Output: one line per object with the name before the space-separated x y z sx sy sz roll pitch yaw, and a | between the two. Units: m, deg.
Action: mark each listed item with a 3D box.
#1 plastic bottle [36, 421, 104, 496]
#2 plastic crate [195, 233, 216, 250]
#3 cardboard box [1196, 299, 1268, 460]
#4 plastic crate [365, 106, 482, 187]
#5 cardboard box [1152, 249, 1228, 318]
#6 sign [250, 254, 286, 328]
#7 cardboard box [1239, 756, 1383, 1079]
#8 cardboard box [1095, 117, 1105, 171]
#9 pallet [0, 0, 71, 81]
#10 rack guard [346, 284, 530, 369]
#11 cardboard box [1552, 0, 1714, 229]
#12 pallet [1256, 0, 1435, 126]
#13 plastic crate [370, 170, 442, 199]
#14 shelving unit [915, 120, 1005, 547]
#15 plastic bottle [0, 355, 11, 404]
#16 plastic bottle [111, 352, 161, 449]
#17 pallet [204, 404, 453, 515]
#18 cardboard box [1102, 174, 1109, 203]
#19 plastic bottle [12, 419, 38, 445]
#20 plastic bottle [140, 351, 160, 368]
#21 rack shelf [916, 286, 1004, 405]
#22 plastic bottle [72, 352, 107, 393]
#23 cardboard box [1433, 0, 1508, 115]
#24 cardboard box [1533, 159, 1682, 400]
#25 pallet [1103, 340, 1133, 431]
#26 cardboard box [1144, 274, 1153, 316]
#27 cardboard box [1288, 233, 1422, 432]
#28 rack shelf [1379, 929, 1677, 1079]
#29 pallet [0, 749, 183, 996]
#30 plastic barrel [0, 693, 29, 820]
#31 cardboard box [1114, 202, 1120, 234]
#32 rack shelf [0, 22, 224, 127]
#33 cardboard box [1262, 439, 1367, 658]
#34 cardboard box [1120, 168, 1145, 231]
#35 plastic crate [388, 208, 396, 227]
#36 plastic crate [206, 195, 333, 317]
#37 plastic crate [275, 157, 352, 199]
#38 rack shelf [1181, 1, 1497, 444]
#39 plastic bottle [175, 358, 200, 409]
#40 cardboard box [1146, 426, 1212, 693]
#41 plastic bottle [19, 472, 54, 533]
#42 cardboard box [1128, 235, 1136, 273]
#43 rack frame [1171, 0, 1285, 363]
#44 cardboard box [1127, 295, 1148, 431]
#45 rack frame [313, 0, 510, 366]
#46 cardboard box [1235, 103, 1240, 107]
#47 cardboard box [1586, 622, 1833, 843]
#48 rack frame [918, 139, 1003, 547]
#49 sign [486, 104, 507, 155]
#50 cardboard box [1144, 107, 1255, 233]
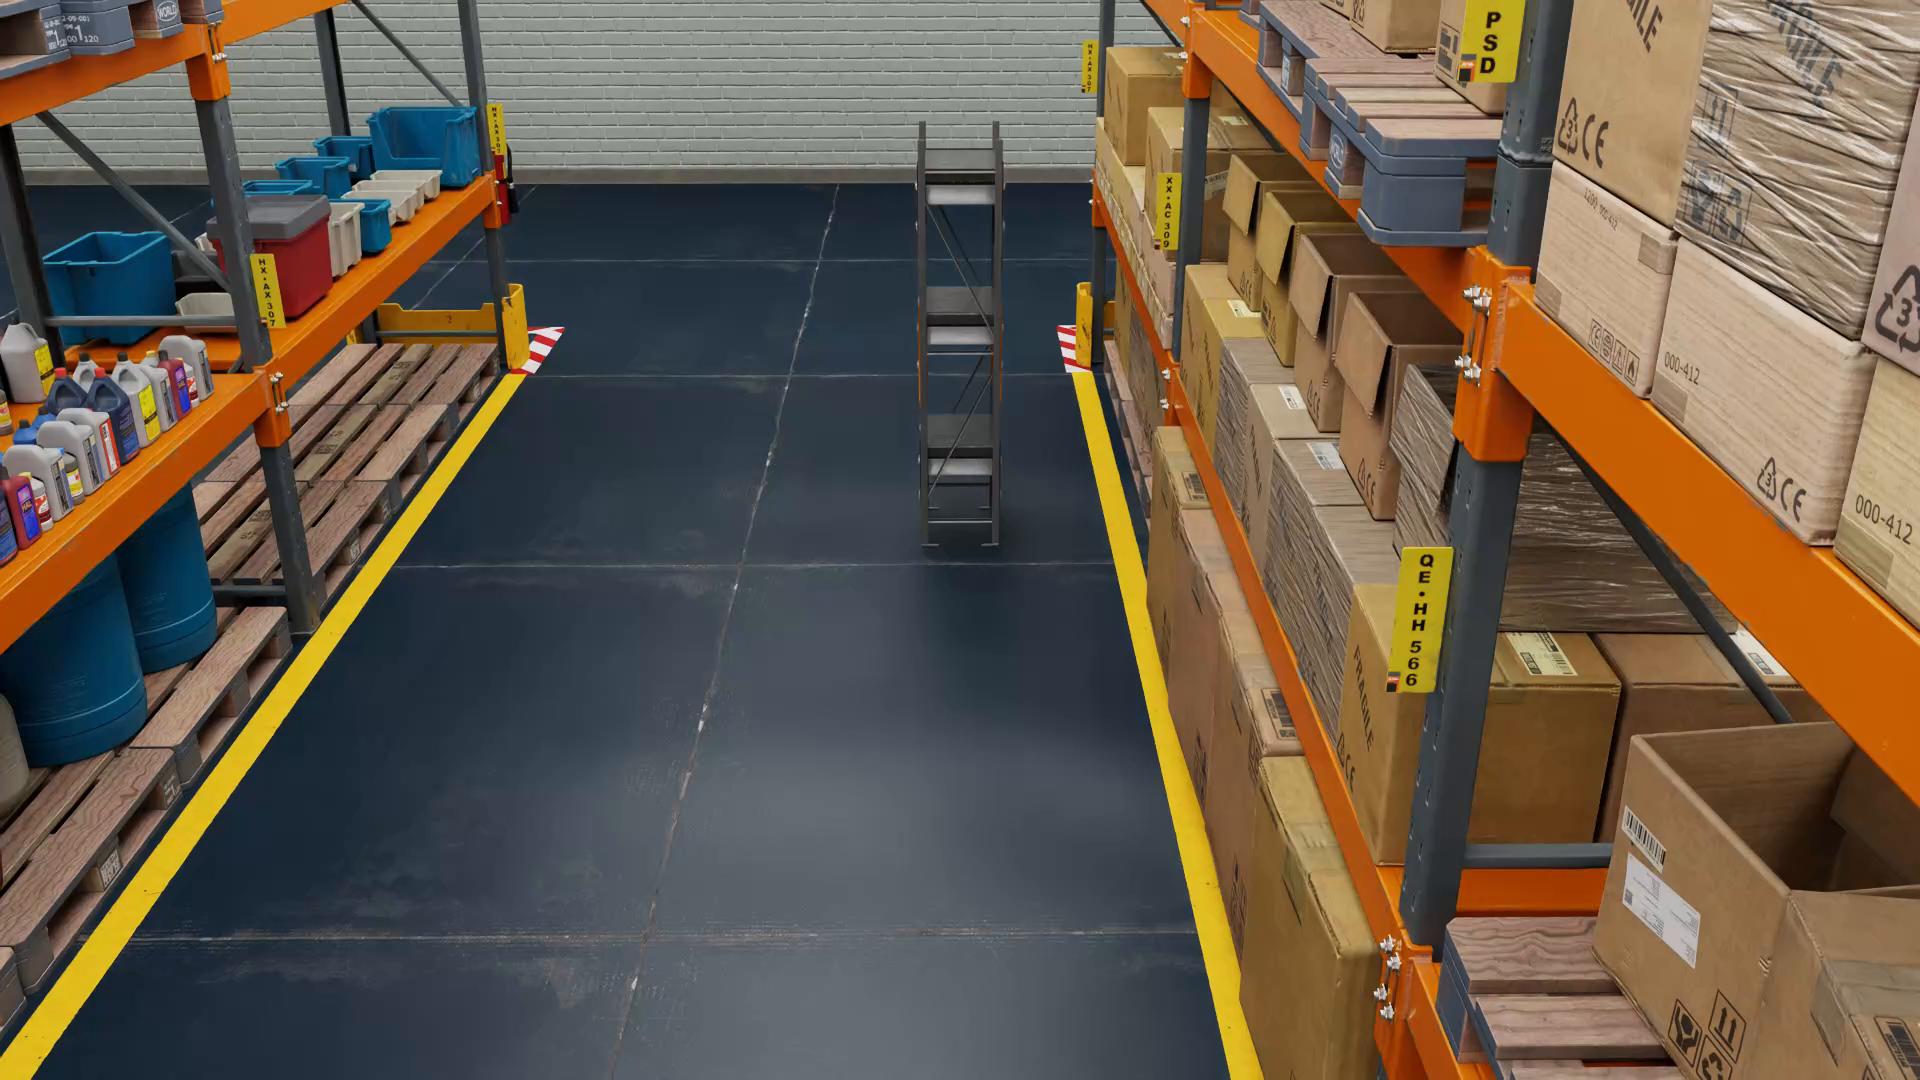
plastic bottle | -3.180 -0.307 5.940 0.152 0.276 0.135 0 24 -1
plastic crate | -3.838 -1.562 8.811 0.293 0.136 0.466 0 24 -1
cardboard box | 1.195 -0.609 6.335 0.500 0.500 0.500 0 24 0
plastic crate | -3.372 -2.493 10.507 0.616 0.435 0.499 0 24 -1
cardboard box | 1.167 -1.209 7.604 0.500 0.250 0.500 -1 24 -2
sign | -2.969 -1.067 7.132 0.100 0.325 0.005 0 24 -1
cardboard box | 1.491 1.180 4.571 1.225 0.875 0.875 -1 24 -3
cardboard box | 1.126 -2.477 10.409 0.500 0.250 0.500 -1 24 -2
pallet | -3.397 -1.430 4.860 1.003 0.211 1.213 0 24 -1
rack guard | -3.576 -1.458 11.367 1.175 0.500 0.348 0 24 -1
cardboard box | 1.226 -0.758 2.418 0.500 0.500 0.500 0 24 0
pallet | 1.402 -1.319 4.616 1.003 0.211 1.213 1 24 2
plastic crate | -3.372 -2.159 10.131 0.396 0.136 0.243 0 24 -1
shelving unit | -0.002 -1.025 8.468 0.431 2.100 0.503 0 24 -1
plastic bottle | -3.940 -0.678 6.750 0.061 0.283 0.133 0 24 -1
plastic bottle | -3.181 -0.539 6.362 0.144 0.351 0.185 0 24 -1
pallet | -3.582 -0.475 9.544 1.003 0.211 1.213 0 24 -1
cardboard box | 1.072 -2.136 10.137 0.380 0.149 0.250 -1 24 -2
plastic bottle | -3.305 -0.297 5.923 0.097 0.271 0.097 0 24 0
plastic bottle | -3.316 -0.679 6.853 0.097 0.201 0.097 0 24 0
rack shelf | -0.002 -1.012 8.474 0.431 0.518 0.480 0 24 -1
plastic bottle | -3.326 -0.538 6.360 0.144 0.351 0.185 0 24 -1
cardboard box | 1.399 -1.169 3.420 0.797 0.503 0.637 1 24 3
cardboard box | 1.228 -0.416 2.573 0.500 0.250 0.500 0 24 0
pallet | 1.477 -1.010 10.726 1.003 0.211 1.213 0 24 -1
cardboard box | 1.097 -1.183 8.030 0.380 0.149 0.250 -1 24 -1
cardboard box | 1.468 -0.662 5.234 0.797 0.503 0.637 1 24 1
rack shelf | 1.499 1.839 1.917 1.077 0.370 4.000 0 24 -1
pallet | -3.536 1.154 5.943 1.003 0.211 1.213 0 24 -1
plastic barrel | -3.605 0.753 5.955 0.421 0.512 0.421 0 24 0
cardboard box | 1.081 -1.817 9.433 0.380 0.149 0.250 -1 24 -1
rack shelf | -3.497 -1.154 4.894 1.077 0.370 4.000 0 24 -1
cardboard box | 1.216 0.020 4.944 0.500 0.500 0.500 -1 24 -2
cardboard box | 1.151 -1.841 9.002 0.500 0.250 0.500 -1 24 -2
plastic crate | -3.334 -1.803 9.344 0.298 0.136 0.250 0 24 -1
plastic crate | -3.278 -1.364 7.976 0.402 0.464 0.583 0 24 -1
plastic crate | -3.882 -2.164 10.024 0.416 0.233 0.300 0 24 -1
rack shelf | 1.456 -1.176 4.943 1.077 0.370 4.000 0 24 -1
plastic bottle | -3.162 -0.640 6.765 0.097 0.201 0.097 0 24 0
cardboard box | 1.461 0.079 7.003 1.225 0.875 0.875 0 24 0
plastic bottle | -3.149 -0.130 5.639 0.097 0.201 0.097 0 24 0
cardboard box | 1.089 -1.500 8.732 0.380 0.149 0.250 -1 24 -1
rack frame | 1.434 -0.961 7.235 1.000 3.000 0.127 0 24 -1
cardboard box | 1.487 -1.194 9.819 0.875 0.875 0.875 0 24 -1
rack frame | -3.562 -2.587 10.830 1.000 3.000 0.127 0 24 -1
cardboard box | 1.676 -1.986 8.412 0.500 0.500 0.500 -1 24 -2
cardboard box | 1.744 0.440 4.015 0.500 0.500 0.500 0 24 1
rack frame | 0.001 -0.924 8.246 0.400 2.100 0.015 0 24 -1
sign | -3.012 -2.671 10.817 0.100 0.325 0.005 0 24 -1
cardboard box | 1.160 -1.765 7.923 0.500 0.500 0.500 0 24 0
